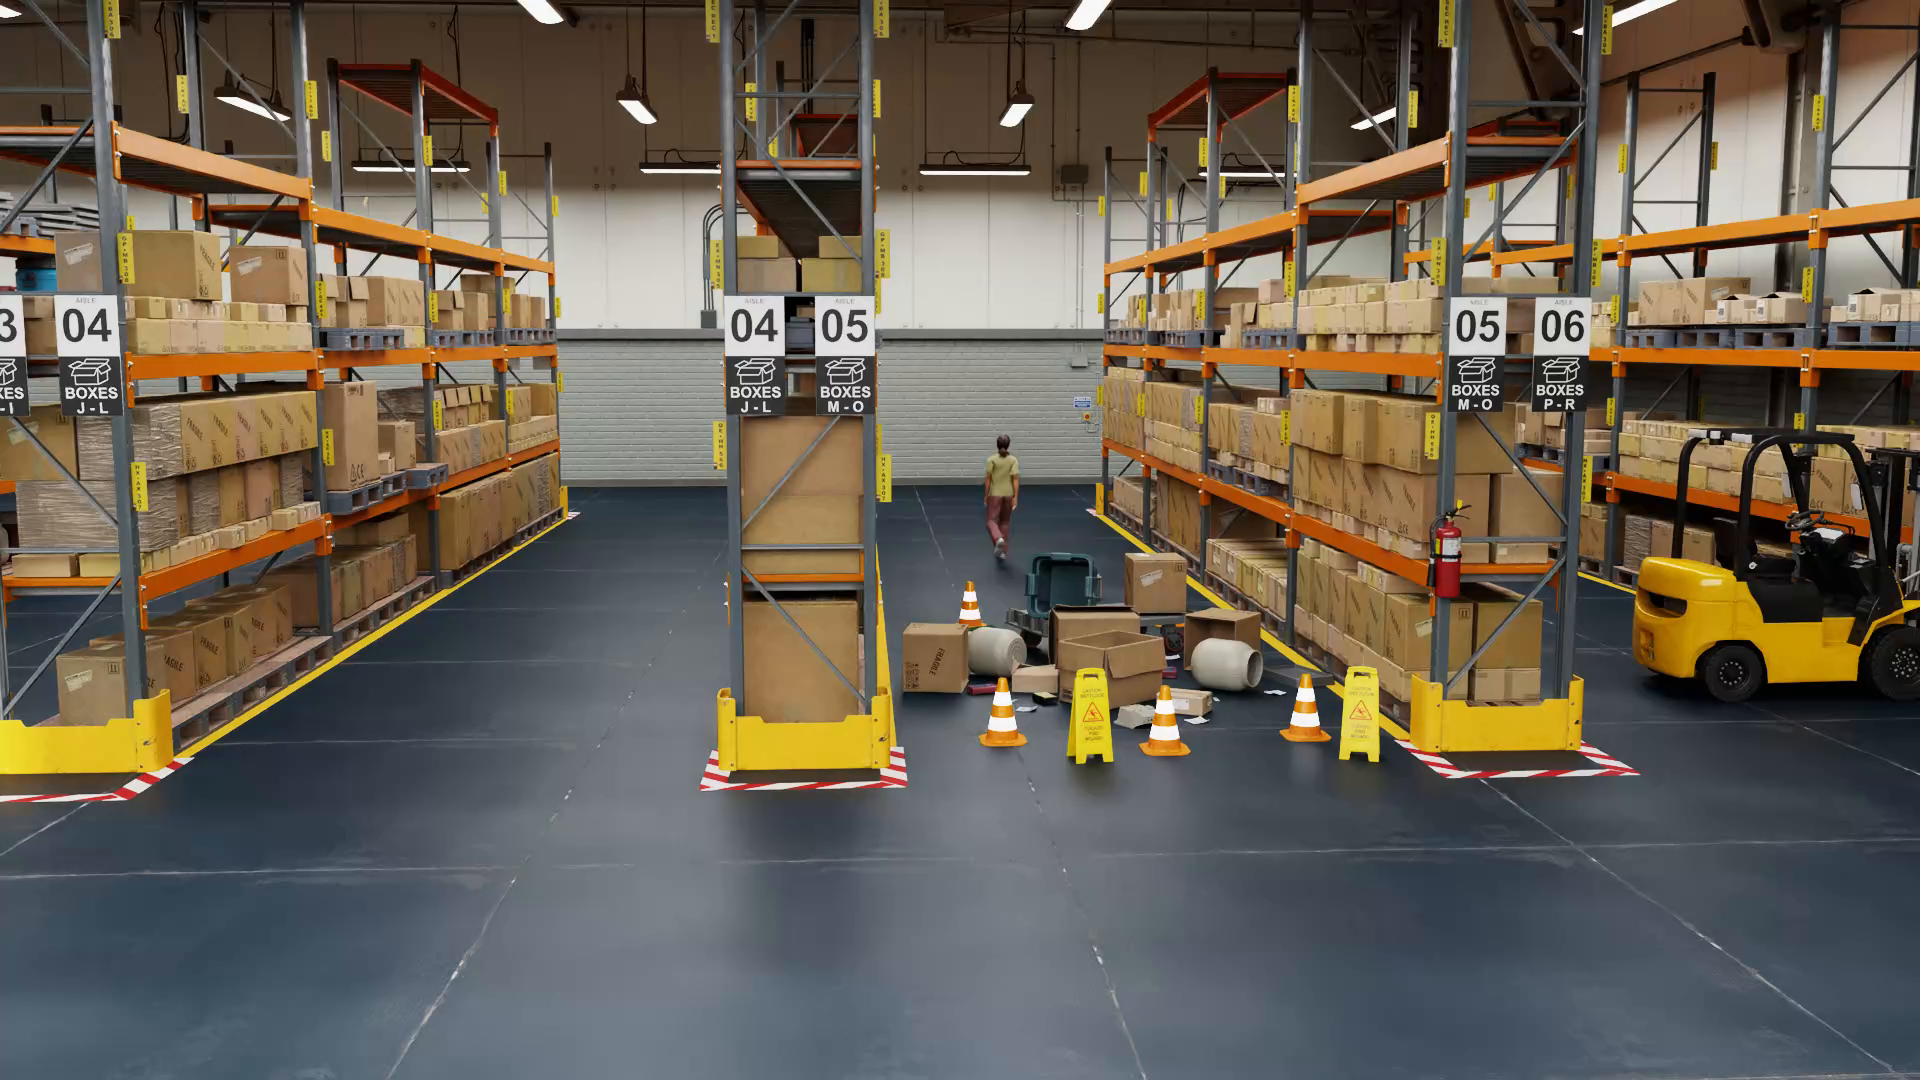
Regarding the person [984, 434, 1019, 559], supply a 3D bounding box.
[{"bbox_3d":[0.545,-0.552,21.684,0.446,1.645,0.784,-1,7,-11],"label":"person"}]
